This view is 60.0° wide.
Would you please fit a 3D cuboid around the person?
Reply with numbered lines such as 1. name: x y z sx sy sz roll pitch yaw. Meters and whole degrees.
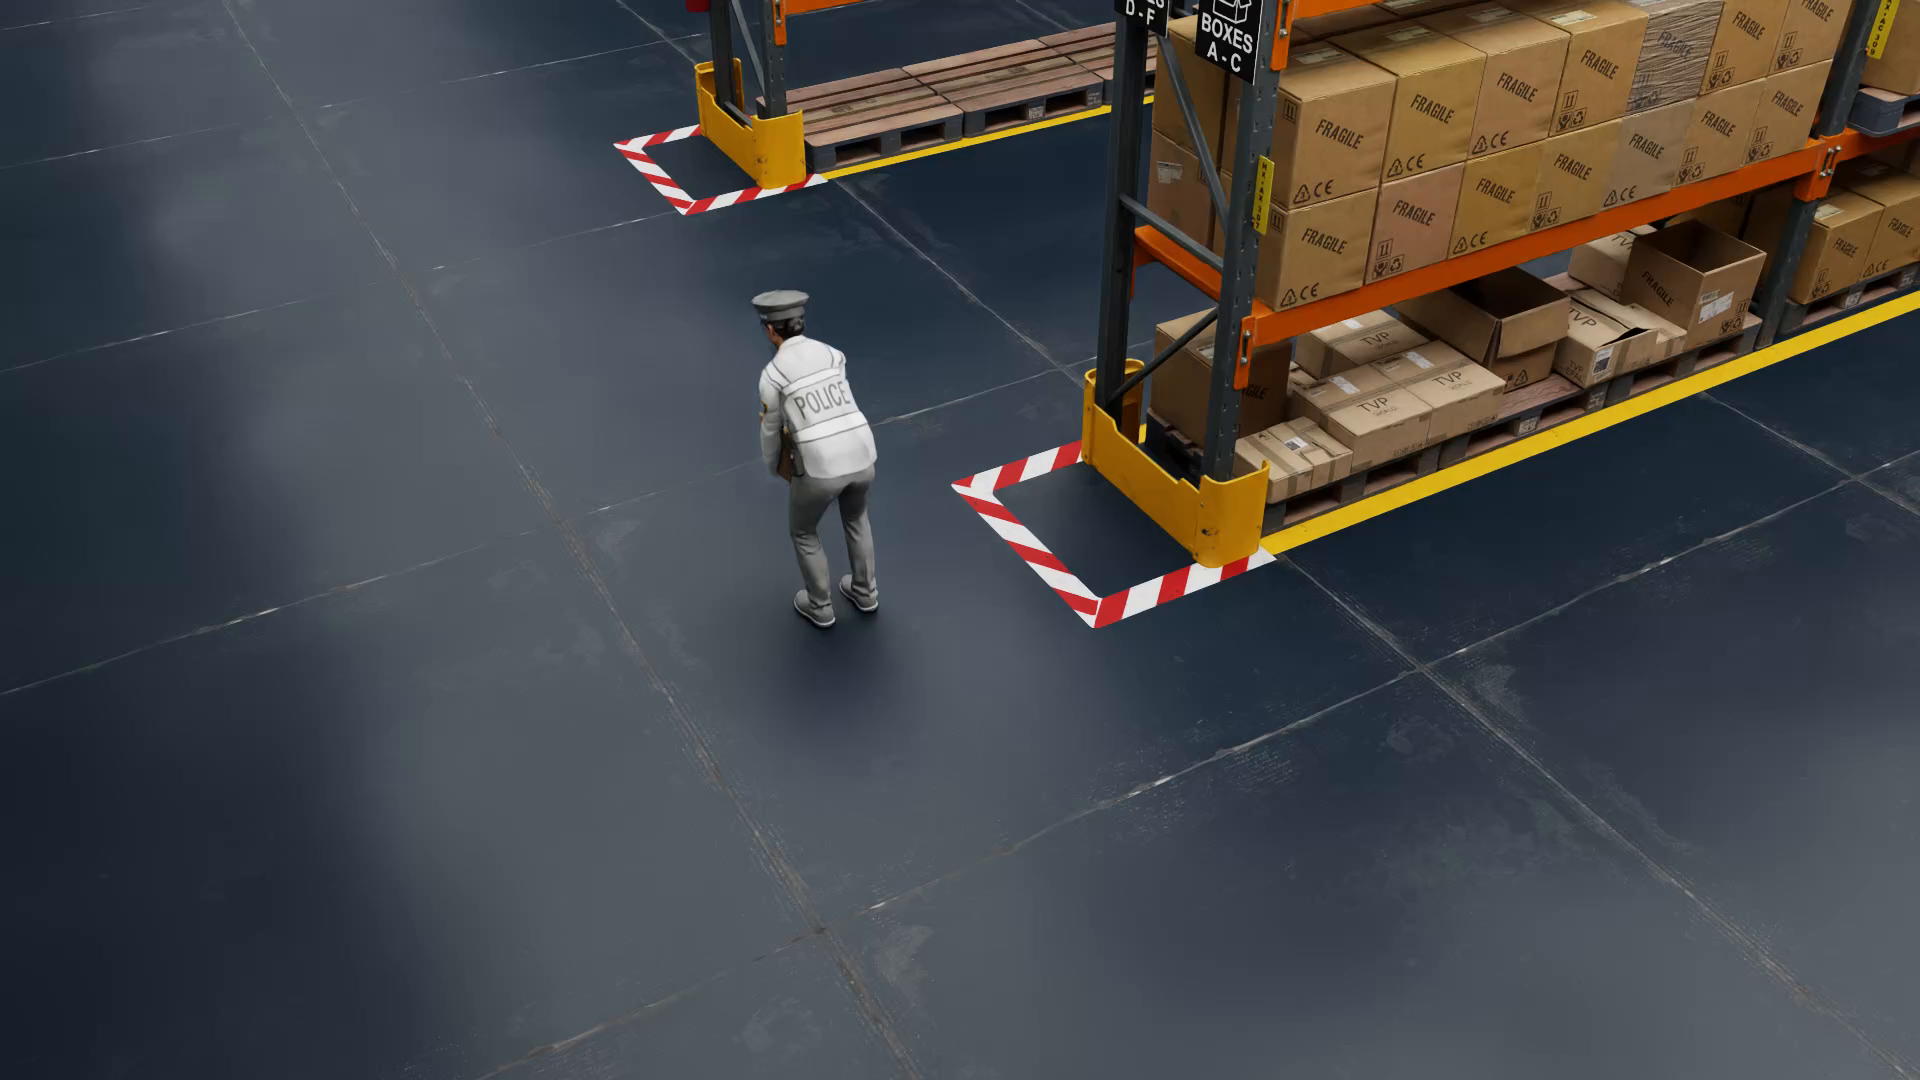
1. person: -0.659 -0.357 7.479 0.414 1.515 0.706 -20 41 -25
